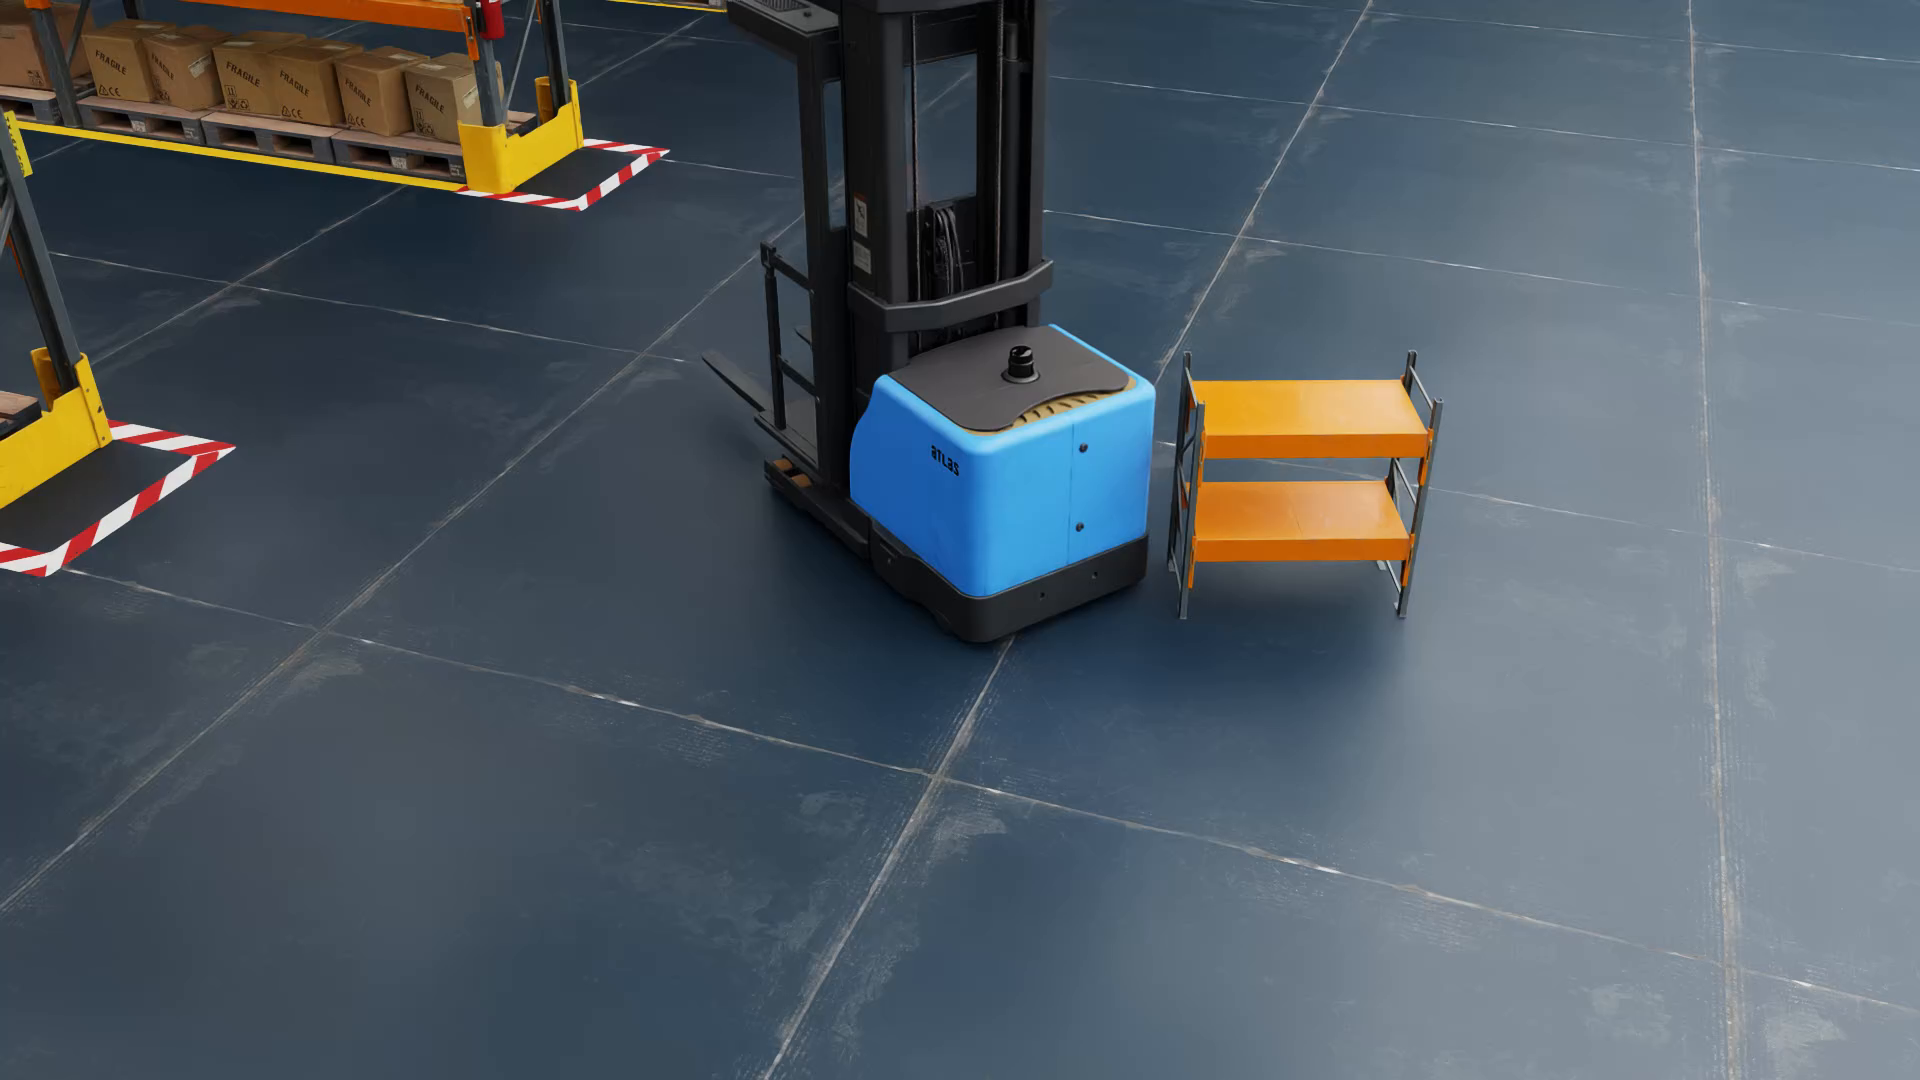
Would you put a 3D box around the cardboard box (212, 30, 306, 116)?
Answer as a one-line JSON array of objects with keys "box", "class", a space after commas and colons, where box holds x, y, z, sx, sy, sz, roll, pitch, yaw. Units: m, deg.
[{"box": [-5.469, -3.686, 13.111, 0.500, 0.500, 0.500, 8, 34, 12], "class": "cardboard box"}]

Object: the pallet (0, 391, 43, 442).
[{"box": [-5.741, -0.537, 8.886, 1.213, 0.211, 1.003, 11, 34, 16], "class": "pallet"}]

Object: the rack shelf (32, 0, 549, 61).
[{"box": [-5.102, -4.160, 12.590, 4.000, 0.370, 1.077, 11, 34, 16], "class": "rack shelf"}]

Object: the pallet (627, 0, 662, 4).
[{"box": [-3.375, -5.769, 16.991, 1.213, 0.211, 1.003, 11, 34, 16], "class": "pallet"}]

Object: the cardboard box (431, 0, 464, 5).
[{"box": [-3.557, -3.937, 11.814, 0.250, 0.149, 0.380, 11, 34, 16], "class": "cardboard box"}]

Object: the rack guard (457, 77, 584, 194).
[{"box": [-3.291, -3.060, 12.528, 0.348, 0.500, 1.175, 11, 34, 16], "class": "rack guard"}]

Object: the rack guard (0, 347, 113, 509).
[{"box": [-4.978, -0.507, 8.574, 0.348, 0.500, 1.175, 11, 34, 16], "class": "rack guard"}]

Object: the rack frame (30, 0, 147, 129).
[{"box": [-6.985, -4.828, 12.962, 0.127, 3.000, 1.000, 11, 34, 16], "class": "rack frame"}]

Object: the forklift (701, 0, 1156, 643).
[{"box": [-0.355, -1.530, 7.917, 1.130, 2.935, 3.031, -20, 38, -28], "class": "forklift"}]

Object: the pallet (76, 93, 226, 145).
[{"box": [-6.341, -3.551, 13.556, 1.213, 0.211, 1.003, 11, 34, 16], "class": "pallet"}]

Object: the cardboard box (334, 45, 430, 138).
[{"box": [-4.376, -3.437, 12.725, 0.500, 0.500, 0.500, 21, 38, 29], "class": "cardboard box"}]

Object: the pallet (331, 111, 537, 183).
[{"box": [-4.044, -3.105, 12.864, 1.213, 0.211, 1.003, 11, 34, 16], "class": "pallet"}]

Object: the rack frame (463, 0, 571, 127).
[{"box": [-3.219, -4.096, 11.828, 0.127, 3.000, 1.000, 11, 34, 16], "class": "rack frame"}]

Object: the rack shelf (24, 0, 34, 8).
[{"box": [-8.868, -4.892, 13.724, 4.000, 0.370, 1.077, 11, 34, 16], "class": "rack shelf"}]

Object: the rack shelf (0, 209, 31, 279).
[{"box": [-6.773, -1.631, 8.673, 4.000, 0.370, 1.077, 11, 34, 16], "class": "rack shelf"}]

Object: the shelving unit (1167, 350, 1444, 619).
[{"box": [1.535, -0.246, 7.593, 1.048, 1.125, 0.538, 0, 33, -1], "class": "shelving unit"}]

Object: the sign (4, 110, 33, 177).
[{"box": [-4.701, -1.963, 8.270, 0.005, 0.325, 0.100, 11, 34, 16], "class": "sign"}]

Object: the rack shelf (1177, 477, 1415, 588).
[{"box": [1.535, -0.040, 7.726, 1.000, 0.278, 0.538, 0, 33, -1], "class": "rack shelf"}]

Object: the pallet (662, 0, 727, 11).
[{"box": [-2.230, -5.545, 16.644, 1.213, 0.211, 1.003, 11, 34, 16], "class": "pallet"}]

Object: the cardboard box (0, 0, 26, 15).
[{"box": [-7.998, -4.183, 13.862, 0.500, 0.500, 0.700, 11, 34, 16], "class": "cardboard box"}]

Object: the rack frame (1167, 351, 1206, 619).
[{"box": [1.026, -0.241, 7.587, 0.032, 1.125, 0.500, 0, 33, -1], "class": "rack frame"}]

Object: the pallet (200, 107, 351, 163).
[{"box": [-5.188, -3.329, 13.212, 1.213, 0.211, 1.003, 11, 34, 16], "class": "pallet"}]

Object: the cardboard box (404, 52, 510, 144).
[{"box": [-3.802, -3.345, 12.583, 0.500, 0.500, 0.500, 18, 37, 25], "class": "cardboard box"}]

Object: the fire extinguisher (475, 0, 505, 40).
[{"box": [-3.267, -3.807, 11.452, 0.183, 0.674, 0.296, 11, 34, 16], "class": "fire extinguisher"}]

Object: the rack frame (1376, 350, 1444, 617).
[{"box": [2.043, -0.250, 7.600, 0.032, 1.125, 0.500, 0, 33, -1], "class": "rack frame"}]

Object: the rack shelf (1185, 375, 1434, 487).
[{"box": [1.535, -0.491, 7.434, 1.000, 0.278, 0.538, 0, 33, -1], "class": "rack shelf"}]

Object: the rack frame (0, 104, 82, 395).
[{"box": [-4.890, -1.567, 7.911, 0.127, 3.000, 1.000, 11, 34, 16], "class": "rack frame"}]

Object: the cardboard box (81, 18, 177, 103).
[{"box": [-6.622, -3.860, 13.381, 0.500, 0.500, 0.500, 10, 34, 15], "class": "cardboard box"}]

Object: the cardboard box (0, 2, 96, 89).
[{"box": [-7.556, -4.086, 13.712, 0.500, 0.500, 0.700, 8, 34, 13], "class": "cardboard box"}]

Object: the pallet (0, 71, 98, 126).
[{"box": [-7.718, -3.798, 13.938, 1.213, 0.211, 1.003, 11, 34, 16], "class": "pallet"}]

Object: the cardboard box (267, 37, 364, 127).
[{"box": [-4.959, -3.561, 12.917, 0.500, 0.500, 0.500, 14, 35, 21], "class": "cardboard box"}]

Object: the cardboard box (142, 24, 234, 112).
[{"box": [-6.080, -3.760, 13.225, 0.500, 0.500, 0.500, 23, 39, 31], "class": "cardboard box"}]
